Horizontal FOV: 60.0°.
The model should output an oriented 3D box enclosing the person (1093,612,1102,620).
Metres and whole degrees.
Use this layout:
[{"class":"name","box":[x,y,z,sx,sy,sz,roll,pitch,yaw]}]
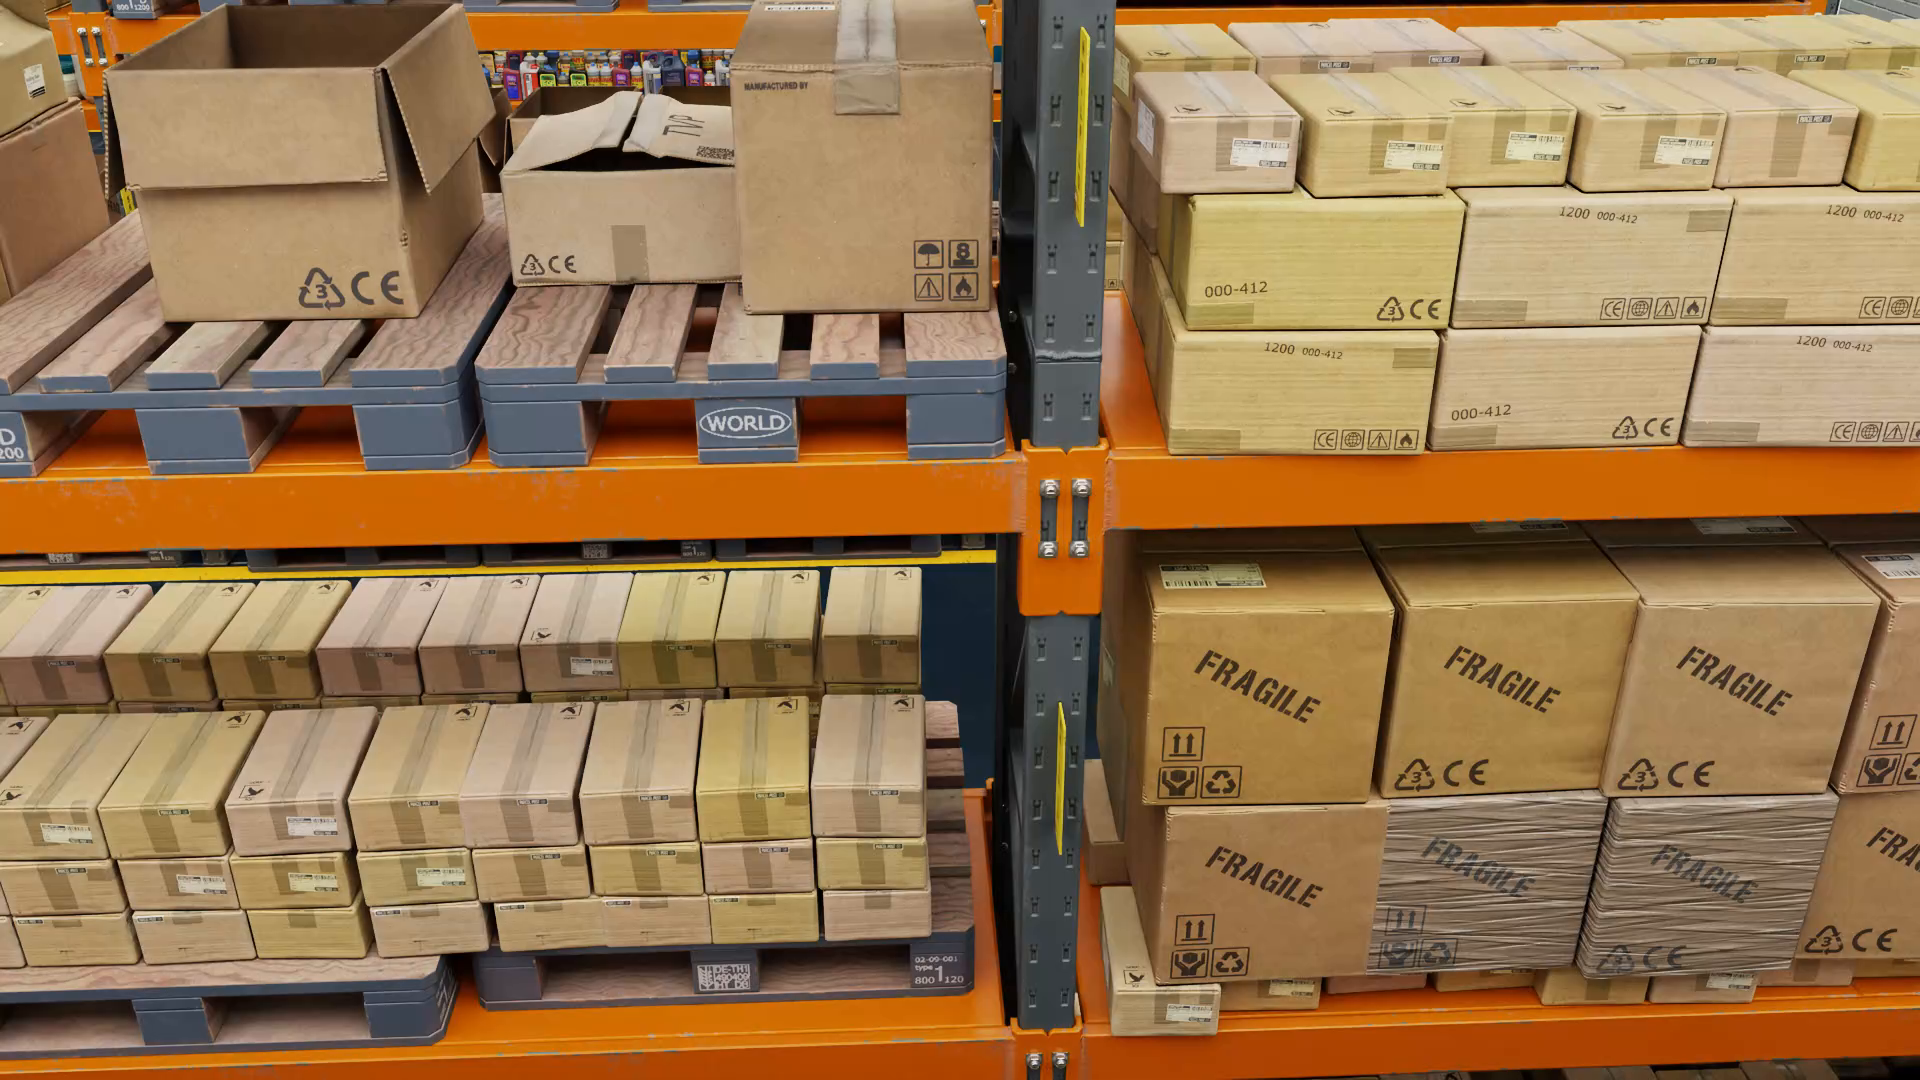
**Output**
[{"class":"person","box":[0.893,0.185,7.394,0.845,1.186,0.580,-1,27,-3]}]
